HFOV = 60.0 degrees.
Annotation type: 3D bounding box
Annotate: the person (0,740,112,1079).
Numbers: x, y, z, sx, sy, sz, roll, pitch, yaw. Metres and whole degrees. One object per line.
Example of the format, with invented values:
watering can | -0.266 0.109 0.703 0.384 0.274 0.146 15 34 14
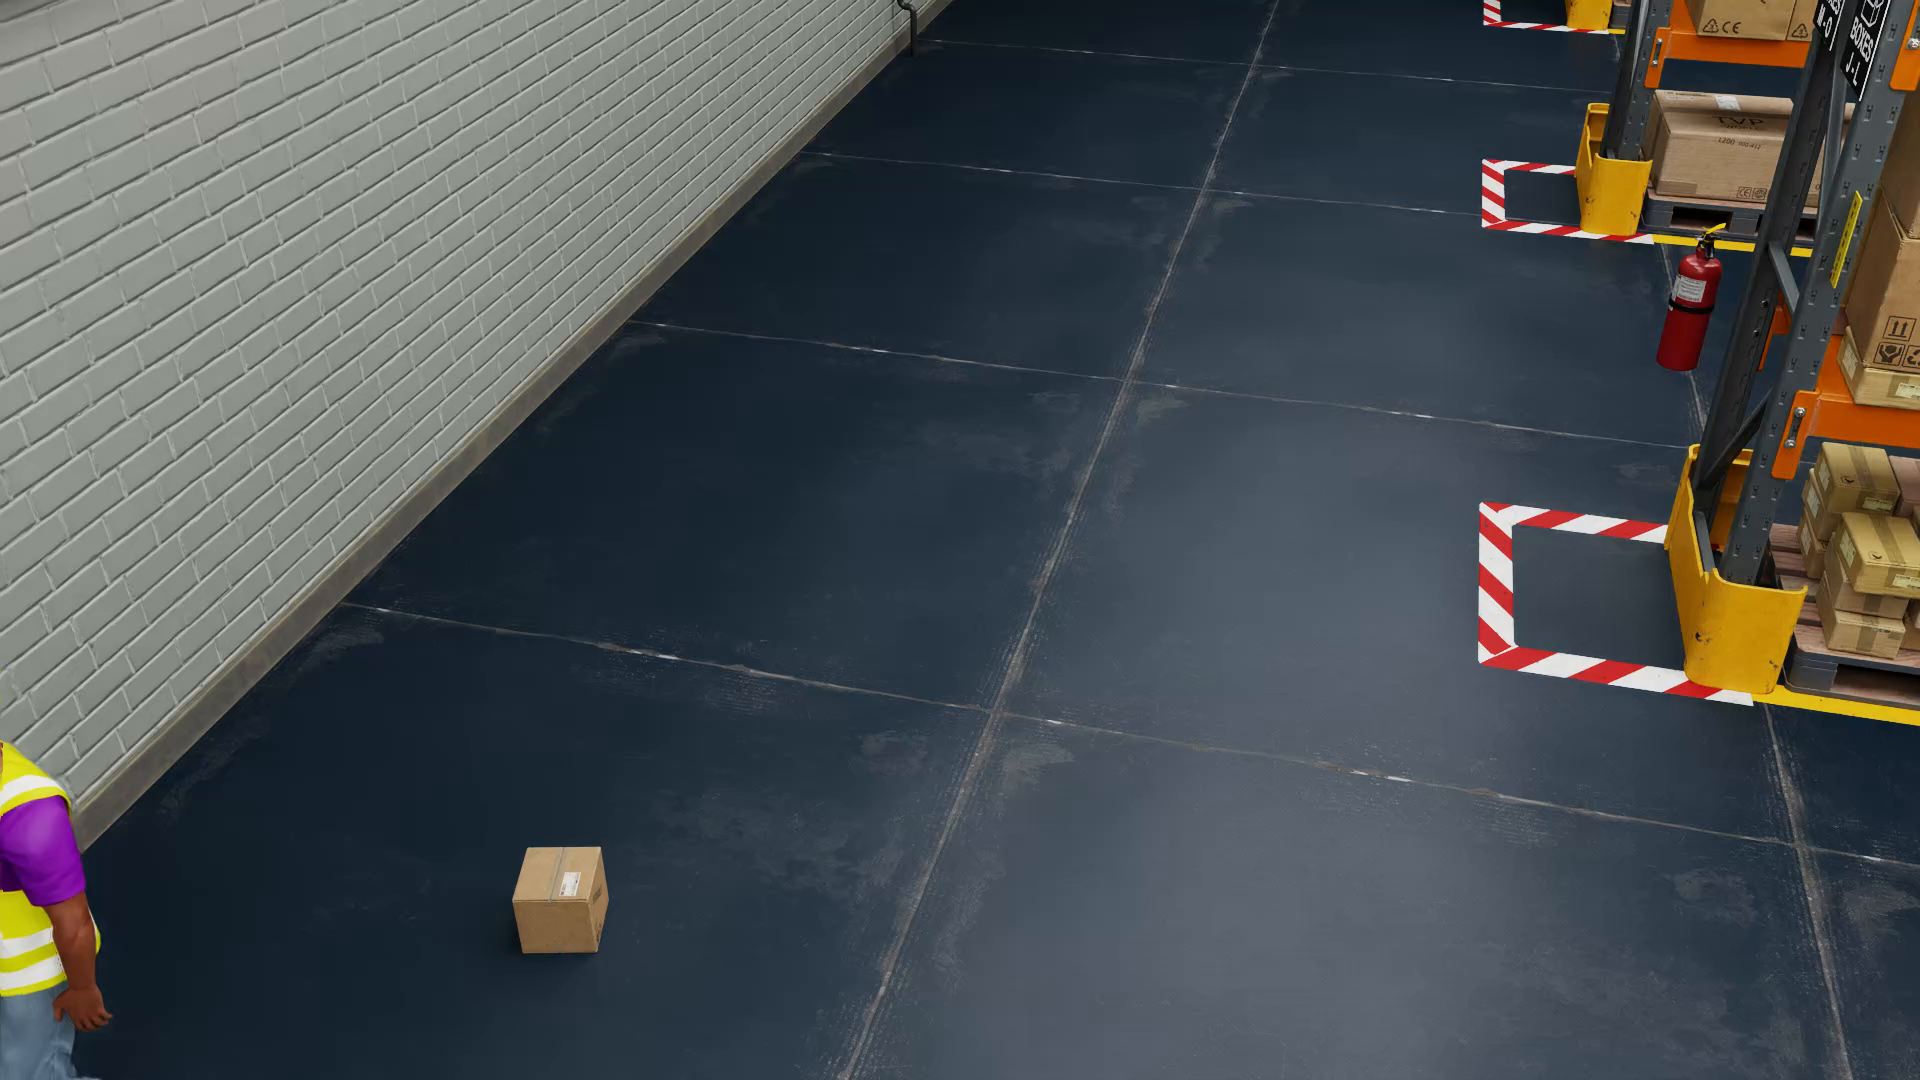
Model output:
person | -2.527 1.117 4.342 0.592 1.767 0.544 24 40 32
